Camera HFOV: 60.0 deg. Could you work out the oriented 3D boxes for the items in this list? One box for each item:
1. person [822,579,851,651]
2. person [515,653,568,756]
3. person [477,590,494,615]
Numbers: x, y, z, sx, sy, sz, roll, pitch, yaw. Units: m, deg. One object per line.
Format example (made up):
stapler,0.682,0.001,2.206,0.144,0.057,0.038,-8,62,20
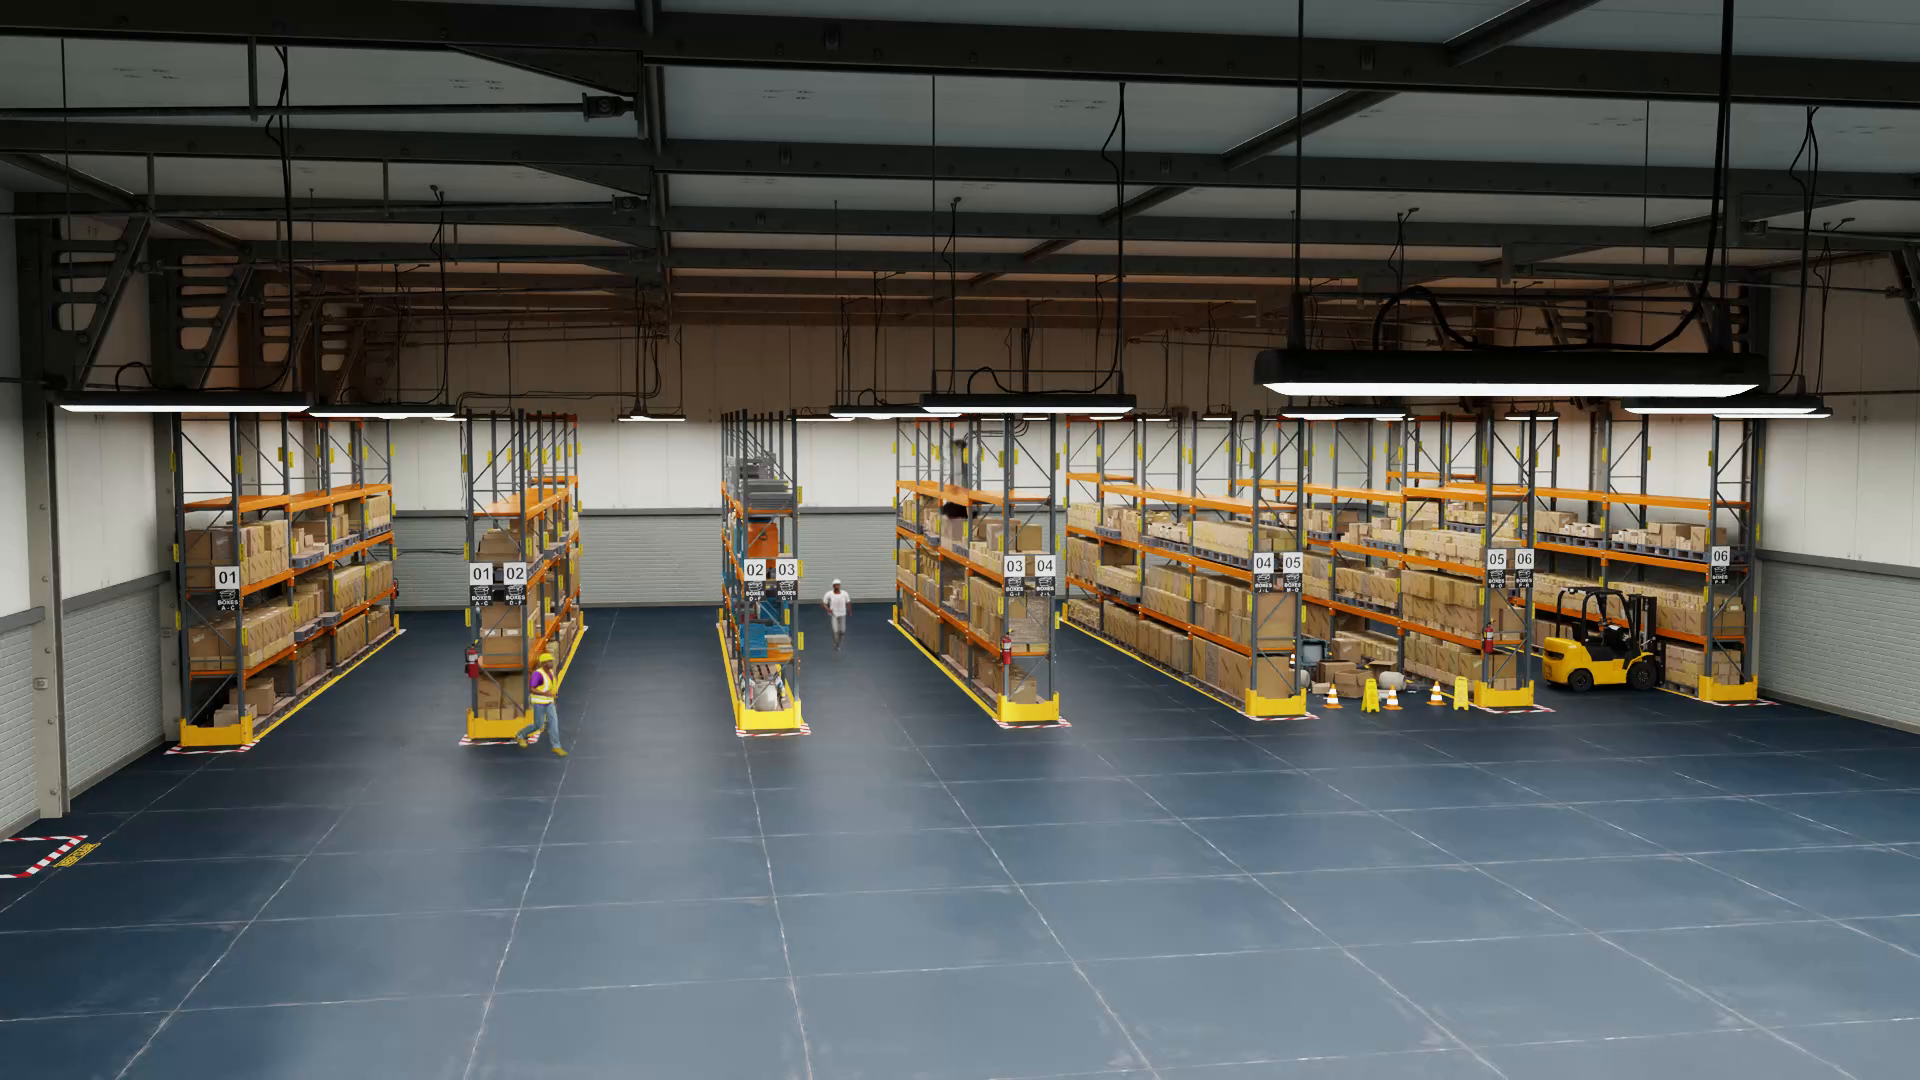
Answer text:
person,-2.953,1.800,39.970,0.703,1.710,0.551,-1,4,-15
person,-7.246,2.833,28.792,1.028,1.761,0.726,1,4,17
person,-11.840,1.980,41.943,0.706,1.731,1.053,-1,4,-13
